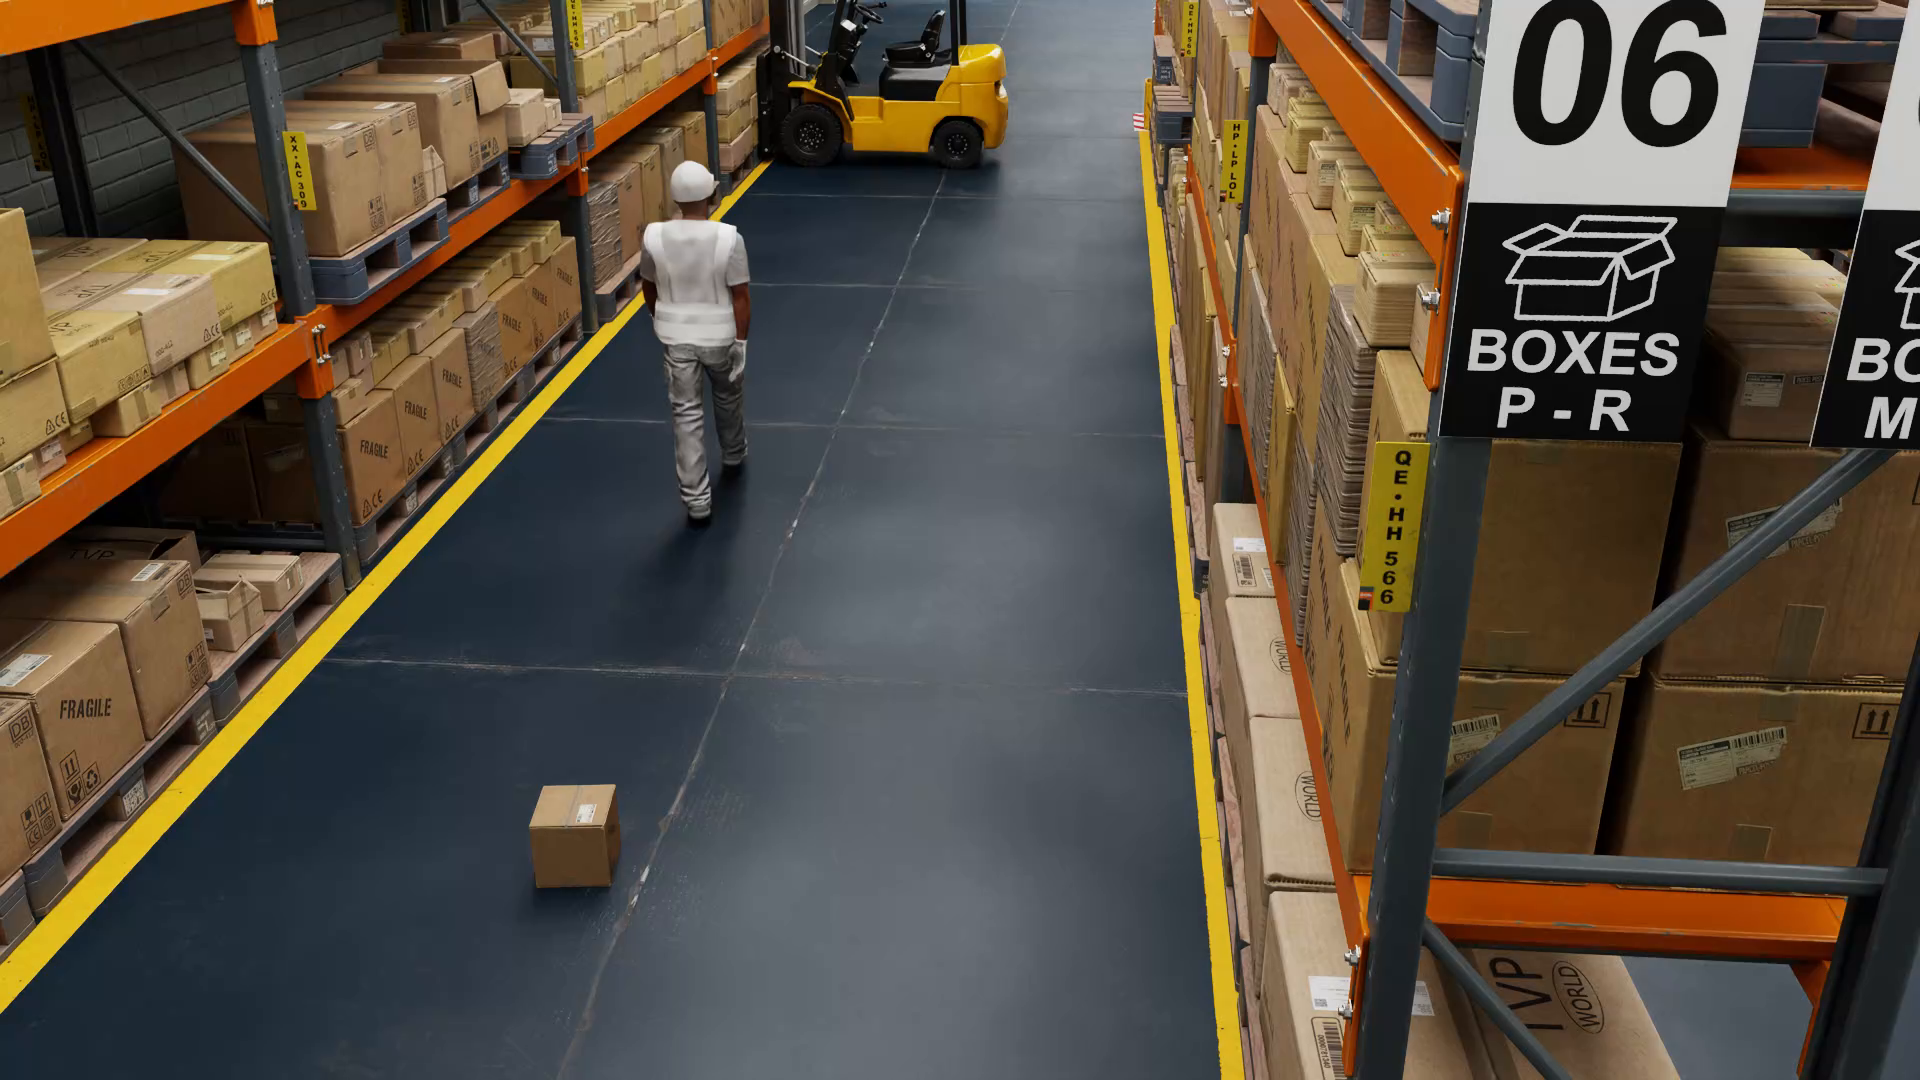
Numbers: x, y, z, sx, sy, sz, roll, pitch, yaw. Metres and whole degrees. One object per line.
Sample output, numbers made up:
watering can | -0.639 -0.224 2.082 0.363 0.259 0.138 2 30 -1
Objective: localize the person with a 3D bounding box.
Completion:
person | -1.320 -1.086 8.443 0.546 1.722 1.013 -2 24 -5
